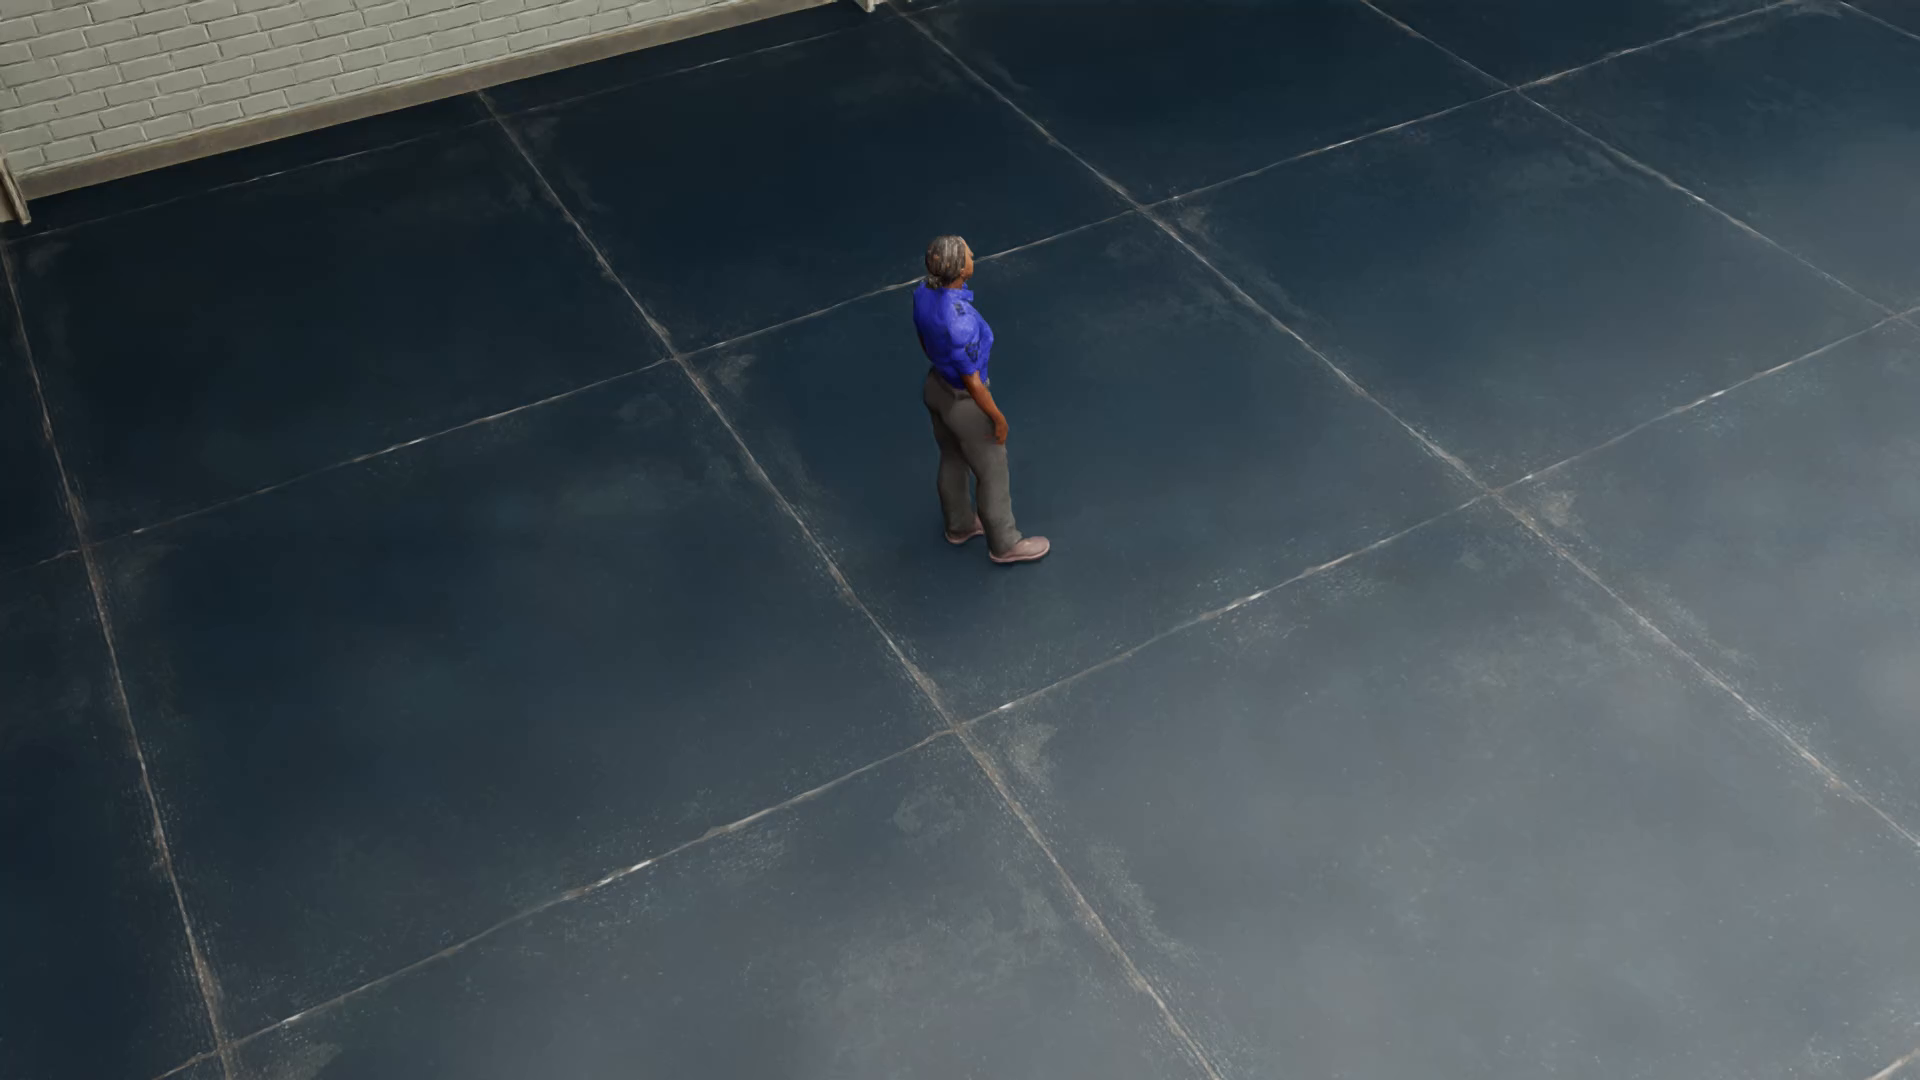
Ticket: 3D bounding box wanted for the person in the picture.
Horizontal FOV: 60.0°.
[{"bbox_3d":[0.086,-0.630,7.305,0.503,1.654,0.570,-21,47,-21],"label":"person"}]
